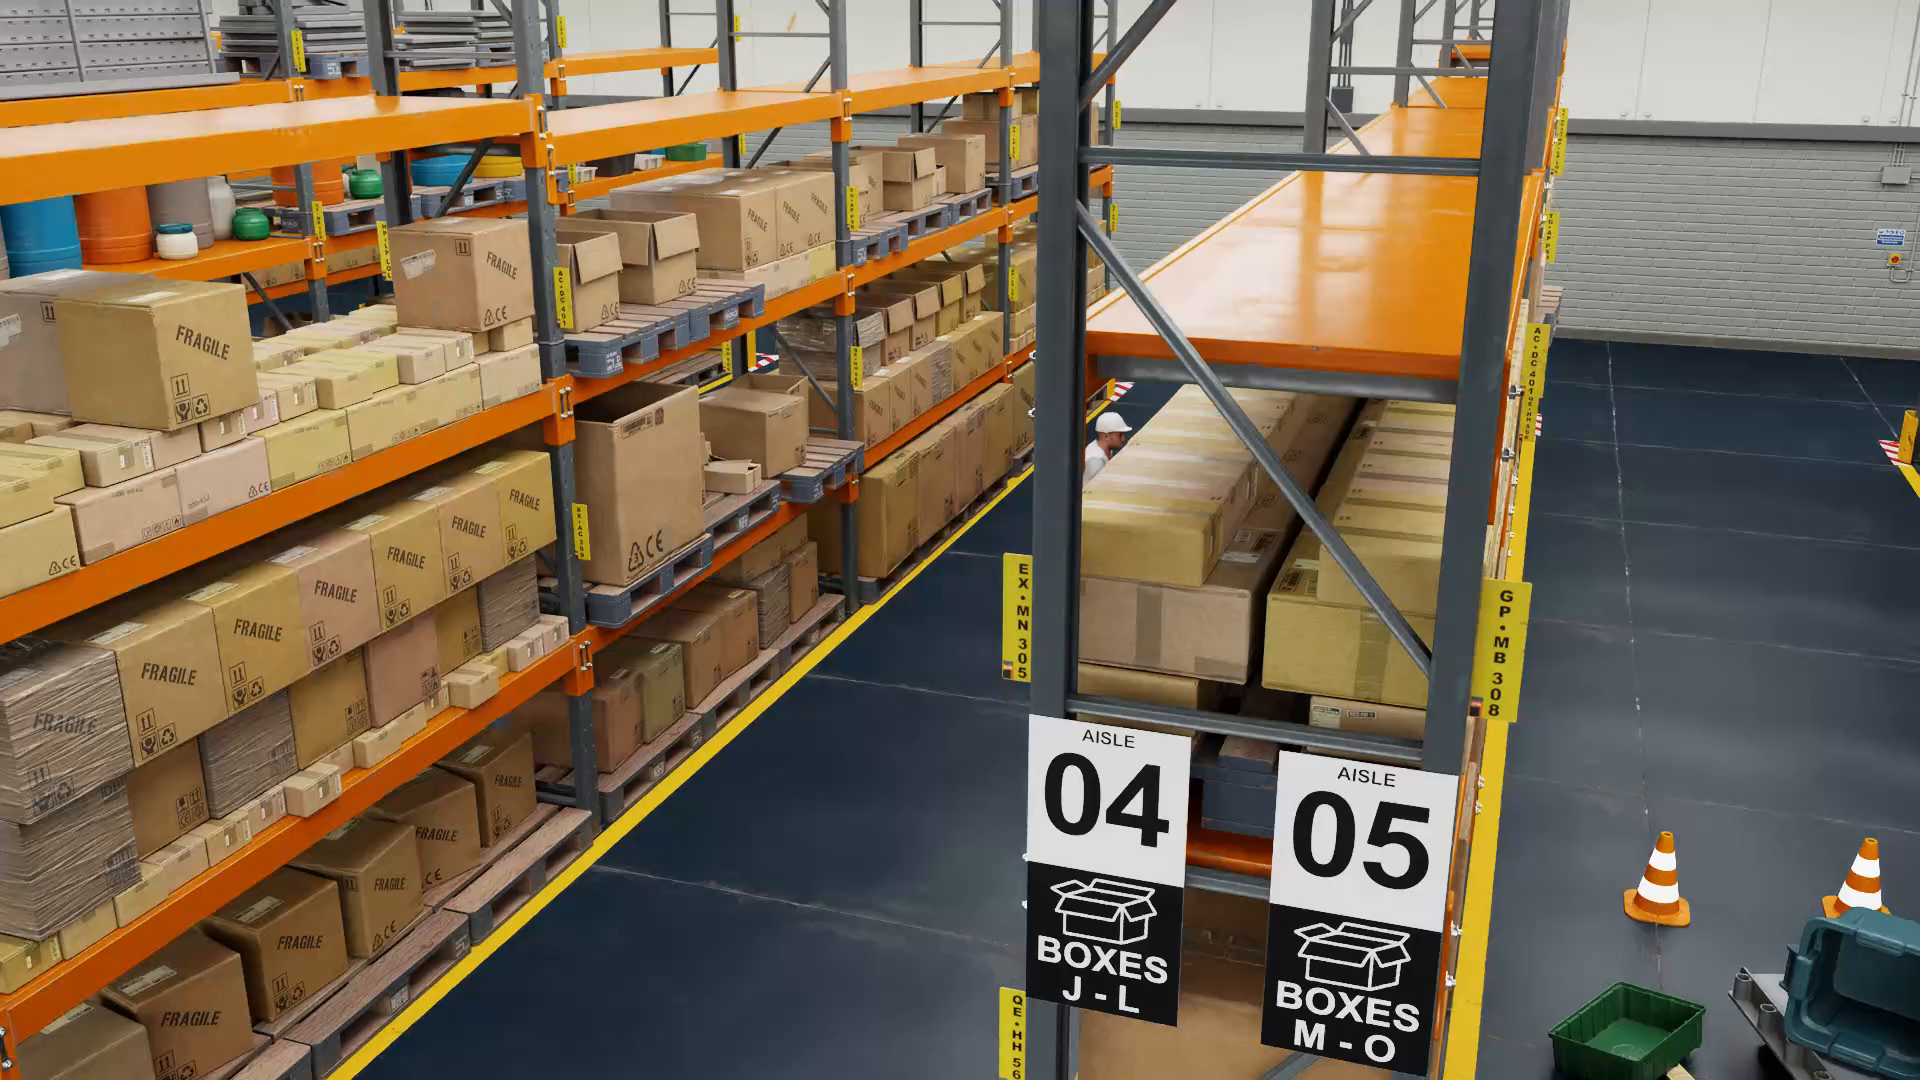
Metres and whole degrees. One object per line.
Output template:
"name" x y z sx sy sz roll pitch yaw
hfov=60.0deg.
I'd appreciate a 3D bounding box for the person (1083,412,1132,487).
"person" 1.081 -0.120 12.896 0.453 1.778 0.616 5 19 15
